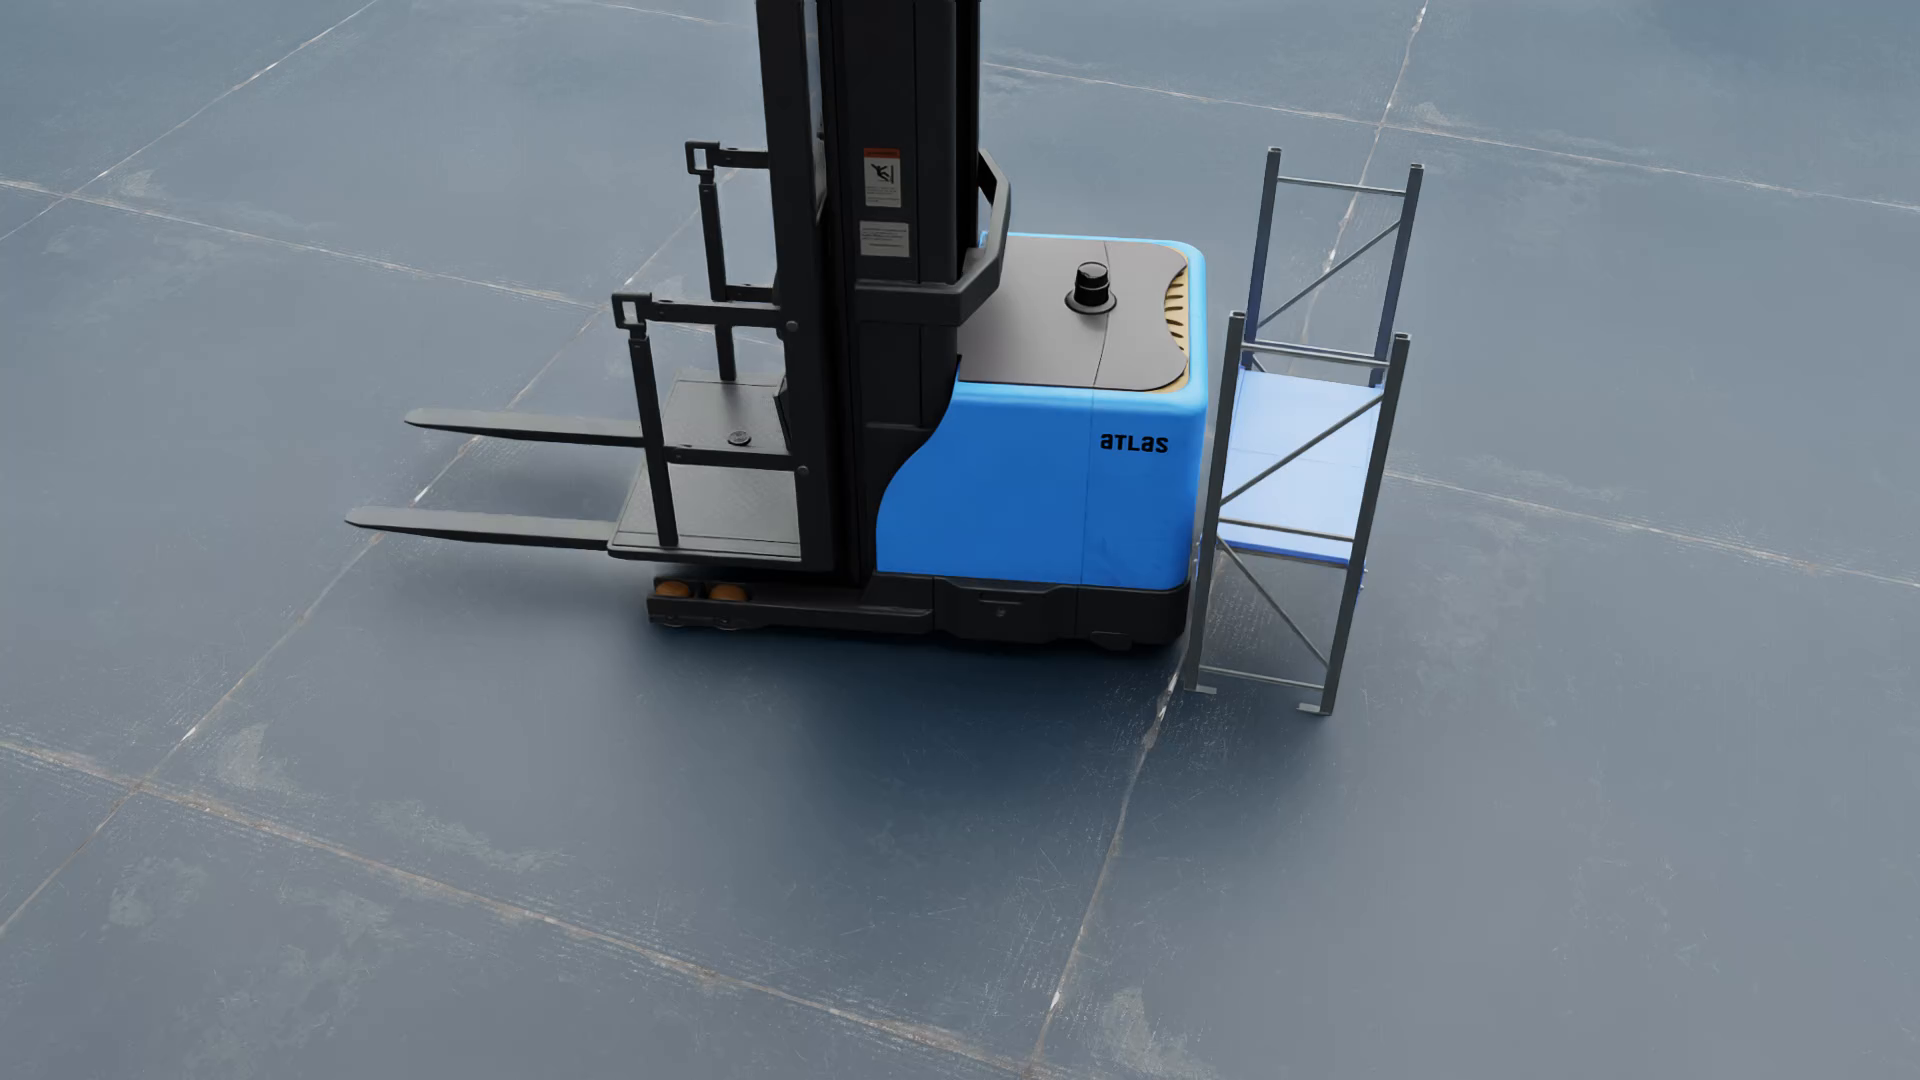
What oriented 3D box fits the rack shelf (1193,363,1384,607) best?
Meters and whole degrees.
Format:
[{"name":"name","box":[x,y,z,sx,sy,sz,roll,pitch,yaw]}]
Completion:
[{"name":"rack shelf","box":[1.128,-0.213,5.621,0.538,0.185,1.000,9,41,11]}]

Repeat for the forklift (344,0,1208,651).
[{"name":"forklift","box":[-0.681,-1.132,5.318,3.031,2.935,1.130,4,41,4]}]

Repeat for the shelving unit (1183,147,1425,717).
[{"name":"shelving unit","box":[1.128,-0.349,5.504,0.538,1.500,1.048,9,41,11]}]

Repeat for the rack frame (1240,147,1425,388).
[{"name":"rack frame","box":[1.251,-0.669,5.879,0.500,1.500,0.032,9,41,11]}]

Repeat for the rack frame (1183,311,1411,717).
[{"name":"rack frame","box":[1.004,-0.029,5.129,0.500,1.500,0.032,9,41,11]}]
